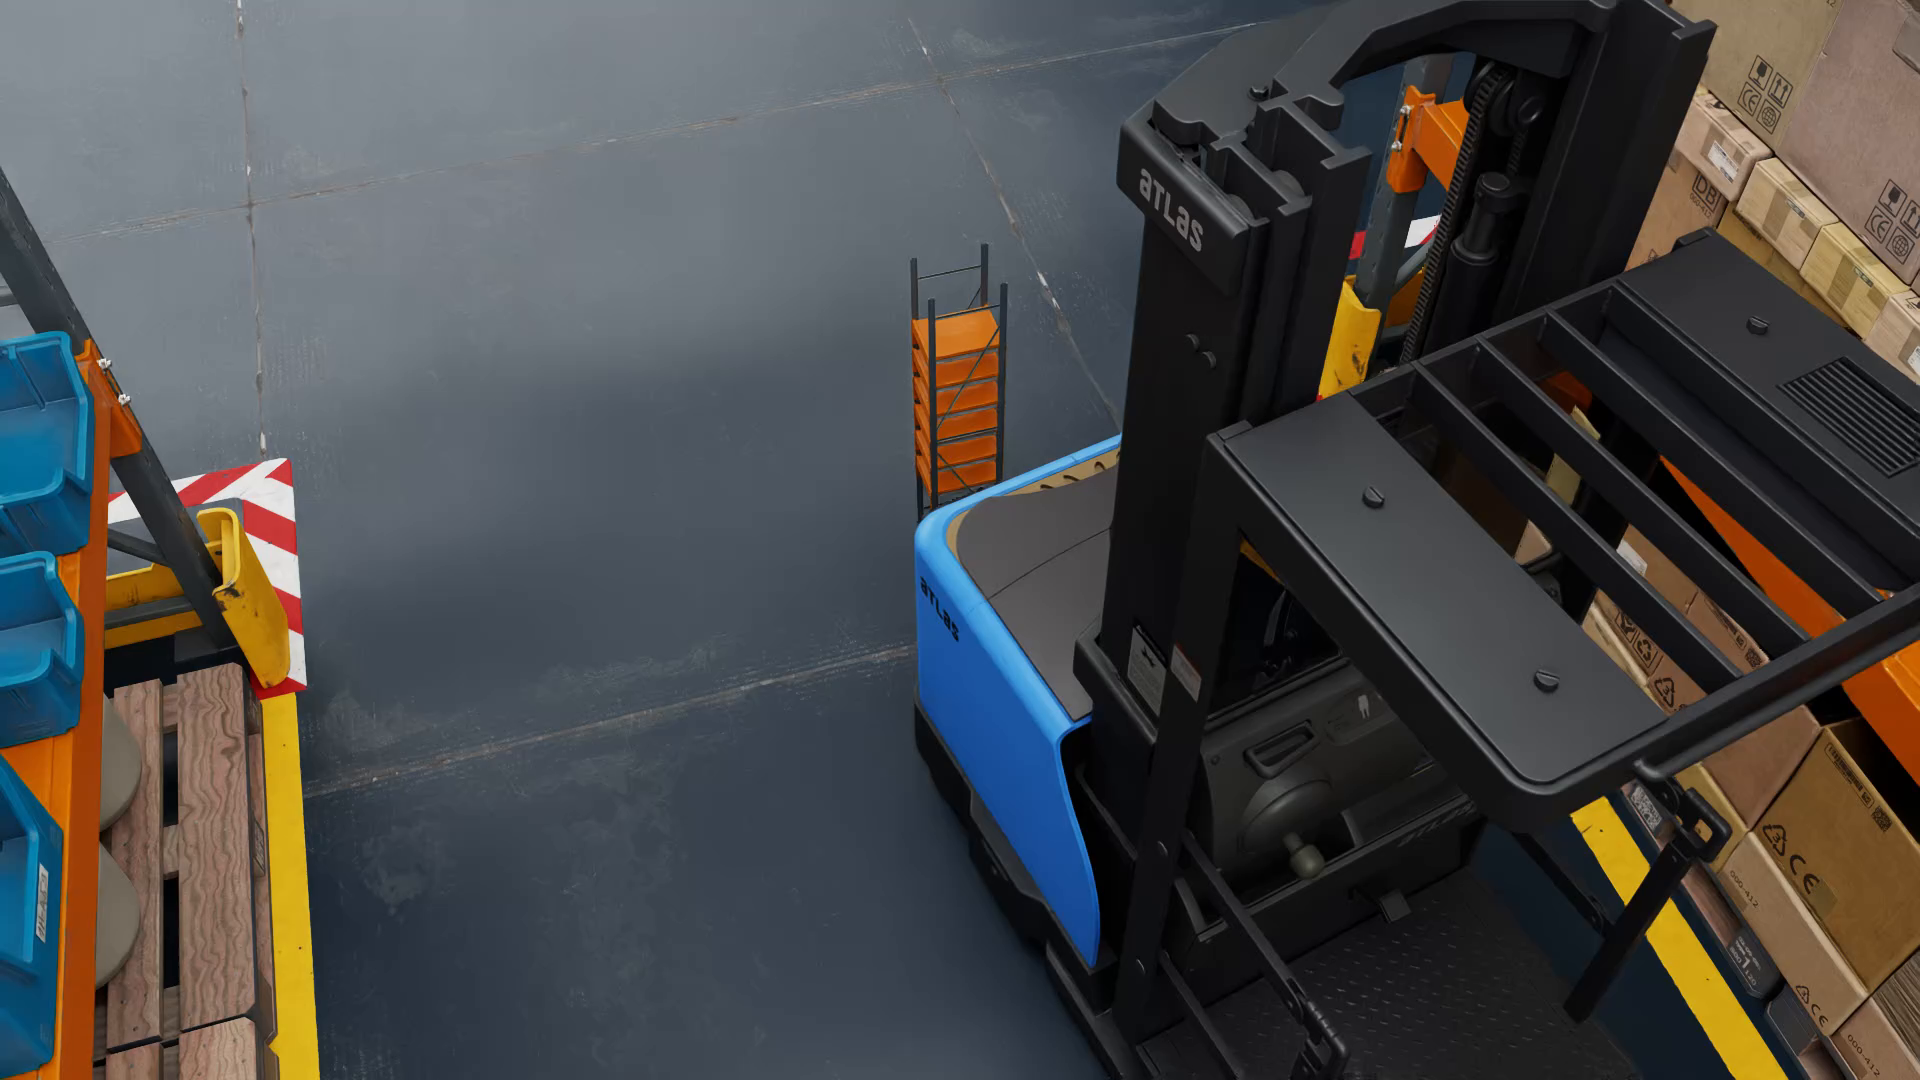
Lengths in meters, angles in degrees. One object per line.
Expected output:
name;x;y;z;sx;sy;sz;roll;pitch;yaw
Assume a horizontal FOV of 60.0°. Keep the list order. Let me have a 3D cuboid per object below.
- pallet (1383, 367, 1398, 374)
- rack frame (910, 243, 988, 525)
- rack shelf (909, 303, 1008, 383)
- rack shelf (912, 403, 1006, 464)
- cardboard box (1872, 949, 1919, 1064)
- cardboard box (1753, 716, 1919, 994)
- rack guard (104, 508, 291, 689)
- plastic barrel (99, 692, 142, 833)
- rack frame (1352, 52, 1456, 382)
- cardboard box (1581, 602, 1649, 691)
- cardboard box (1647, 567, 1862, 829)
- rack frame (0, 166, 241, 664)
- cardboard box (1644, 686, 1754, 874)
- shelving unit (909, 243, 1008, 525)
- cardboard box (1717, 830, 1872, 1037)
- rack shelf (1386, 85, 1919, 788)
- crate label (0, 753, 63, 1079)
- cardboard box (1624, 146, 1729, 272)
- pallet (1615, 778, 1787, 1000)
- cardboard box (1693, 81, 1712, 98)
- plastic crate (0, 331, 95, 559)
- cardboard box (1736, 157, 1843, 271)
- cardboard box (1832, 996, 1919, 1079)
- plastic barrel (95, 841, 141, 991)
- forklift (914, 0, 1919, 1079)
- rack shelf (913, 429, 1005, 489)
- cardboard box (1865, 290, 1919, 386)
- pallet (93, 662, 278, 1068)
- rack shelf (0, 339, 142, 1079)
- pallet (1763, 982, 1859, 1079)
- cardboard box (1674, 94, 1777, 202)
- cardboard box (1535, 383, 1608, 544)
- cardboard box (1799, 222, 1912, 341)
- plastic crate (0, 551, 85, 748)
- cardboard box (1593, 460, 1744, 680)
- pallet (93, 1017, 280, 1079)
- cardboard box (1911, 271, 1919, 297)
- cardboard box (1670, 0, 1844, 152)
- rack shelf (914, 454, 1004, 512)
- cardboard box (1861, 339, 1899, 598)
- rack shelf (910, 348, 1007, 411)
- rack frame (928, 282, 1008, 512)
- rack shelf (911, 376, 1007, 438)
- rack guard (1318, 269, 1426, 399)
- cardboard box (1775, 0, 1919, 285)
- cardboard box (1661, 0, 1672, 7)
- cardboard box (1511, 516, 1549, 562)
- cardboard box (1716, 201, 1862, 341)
pallet;2.165;-0.215;5.793;1.003;0.211;1.213;-13;51;-11
rack frame;-0.031;-0.464;5.357;0.240;1.200;0.006;-13;51;-11
rack shelf;-0.004;-0.601;5.059;0.258;0.103;0.180;-13;51;-11
rack shelf;-0.004;-0.369;5.334;0.258;0.103;0.180;-13;51;-11
cardboard box;2.599;1.111;3.885;0.500;0.500;0.500;-13;51;-11
cardboard box;2.448;0.747;4.192;0.500;0.500;0.500;-13;51;-11
rack guard;-2.766;0.305;5.166;1.175;0.500;0.348;-13;51;-11
plastic barrel;-2.566;0.585;4.648;0.421;0.512;0.421;0;50;0
rack frame;1.899;-1.663;5.190;1.000;3.000;0.127;-13;51;-11
cardboard box;2.144;0.260;5.093;0.500;0.250;0.500;-13;51;-11
cardboard box;2.286;0.385;4.497;0.500;0.500;0.500;-13;51;-11
rack frame;-2.834;-0.545;4.248;1.000;3.000;0.127;-13;51;-11
cardboard box;2.287;0.626;4.784;0.500;0.250;0.500;-13;51;-11
shelving unit;-0.004;-0.397;5.300;0.258;1.200;0.189;-13;51;-11
cardboard box;2.436;0.991;4.476;0.500;0.250;0.500;-13;51;-11
rack shelf;2.491;0.030;4.233;1.077;0.370;4.000;-13;51;-11
crate label;-2.031;0.726;3.153;0.502;0.435;0.616;-13;51;-11
cardboard box;2.185;-0.968;4.539;0.700;0.500;0.500;-12;51;-10
pallet;2.522;0.675;5.043;1.003;0.211;1.213;-13;51;-11
cardboard box;1.963;-1.194;4.305;0.380;0.149;0.250;-13;51;-11
plastic crate;-2.400;-0.199;4.054;0.499;0.251;0.616;-13;51;-11
cardboard box;2.116;-0.815;3.985;0.380;0.149;0.250;-15;51;-12
cardboard box;2.598;1.353;4.171;0.500;0.250;0.500;-13;51;-11
plastic barrel;-2.418;0.951;4.339;0.421;0.512;0.421;0;50;0
forklift;1.012;0.503;3.409;1.130;2.935;3.031;-23;54;-18
rack shelf;-0.004;-0.291;5.426;0.258;0.103;0.180;-13;51;-11
cardboard box;2.263;-0.446;3.674;0.380;0.149;0.250;-13;51;-11
pallet;-2.531;0.993;4.775;1.003;0.211;1.213;-13;51;-11
rack shelf;-2.242;1.147;3.291;1.077;0.370;4.000;-13;51;-11
pallet;2.887;1.567;4.291;1.003;0.211;1.213;-13;51;-11
cardboard box;2.035;-1.009;4.149;0.380;0.149;0.250;-14;51;-12
cardboard box;1.995;-0.347;5.114;0.500;0.500;0.500;-13;51;-11
cardboard box;2.192;-0.628;3.828;0.380;0.149;0.250;-14;51;-11
plastic crate;-2.213;0.276;3.653;0.499;0.251;0.408;-13;51;-11
cardboard box;2.155;0.016;4.808;0.500;0.500;0.500;-13;51;-11
pallet;-2.174;1.882;4.025;1.003;0.211;1.213;-13;51;-11
cardboard box;2.499;-0.614;3.392;0.700;0.500;0.500;-13;51;-11
cardboard box;2.201;-1.348;4.010;0.700;0.500;0.500;-15;51;-12
rack shelf;-0.004;-0.214;5.518;0.258;0.103;0.180;-13;51;-11
cardboard box;2.485;-0.221;3.909;0.700;0.500;0.500;-12;51;-10
rack shelf;-0.004;-0.523;5.151;0.258;0.103;0.180;-13;51;-11
rack frame;0.023;-0.330;5.244;0.240;1.200;0.006;-13;51;-11
rack shelf;-0.004;-0.446;5.242;0.258;0.103;0.180;-13;51;-11
rack guard;1.892;-0.874;6.160;1.175;0.500;0.348;-13;51;-11
cardboard box;2.351;-0.980;3.700;0.700;0.500;0.500;-13;51;-11
cardboard box;2.041;-1.730;4.333;0.700;0.500;0.500;-13;51;-11
cardboard box;1.997;-0.105;5.401;0.500;0.250;0.500;-13;51;-11
cardboard box;2.326;-0.604;4.232;0.700;0.500;0.500;-13;51;-11
